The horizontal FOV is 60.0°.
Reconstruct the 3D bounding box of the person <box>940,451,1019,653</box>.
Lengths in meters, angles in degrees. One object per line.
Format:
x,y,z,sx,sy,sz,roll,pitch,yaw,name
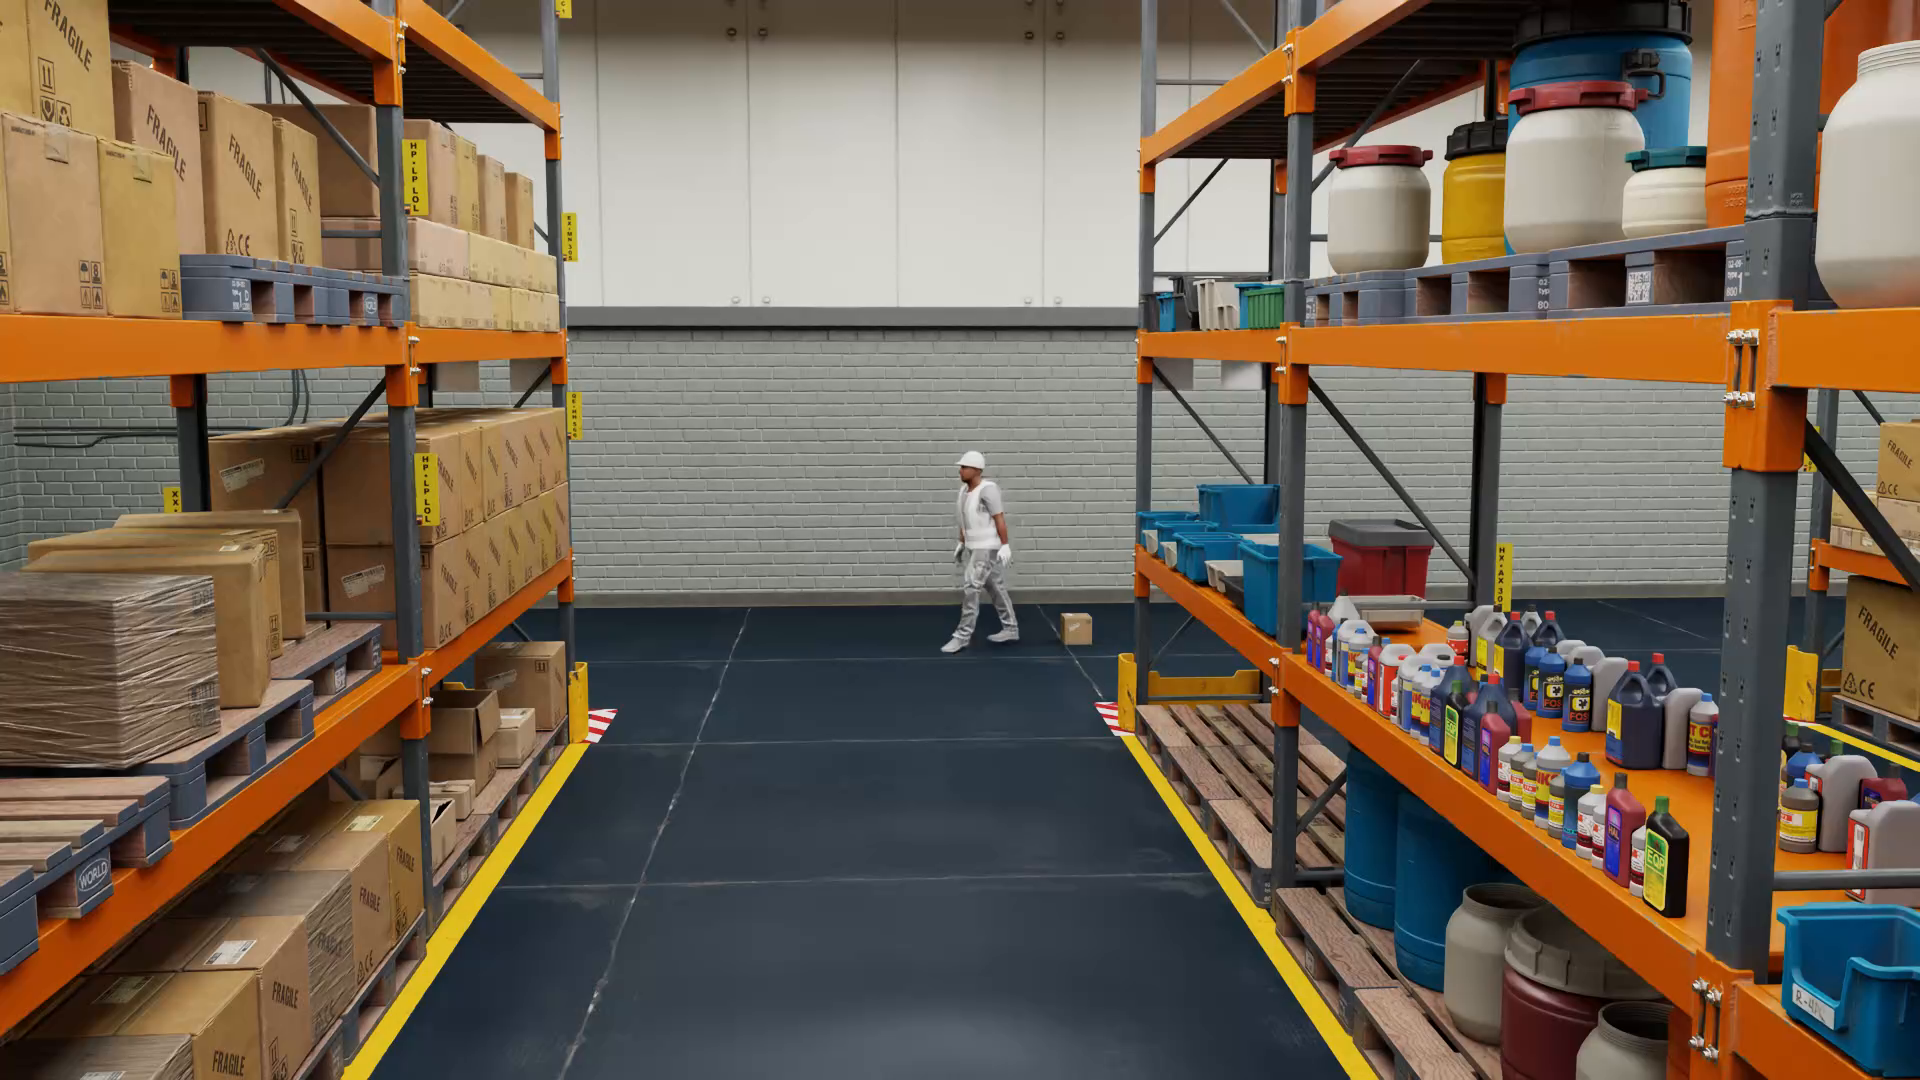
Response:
0.155,0.086,14.935,0.819,1.770,0.592,-2,7,-19,person
